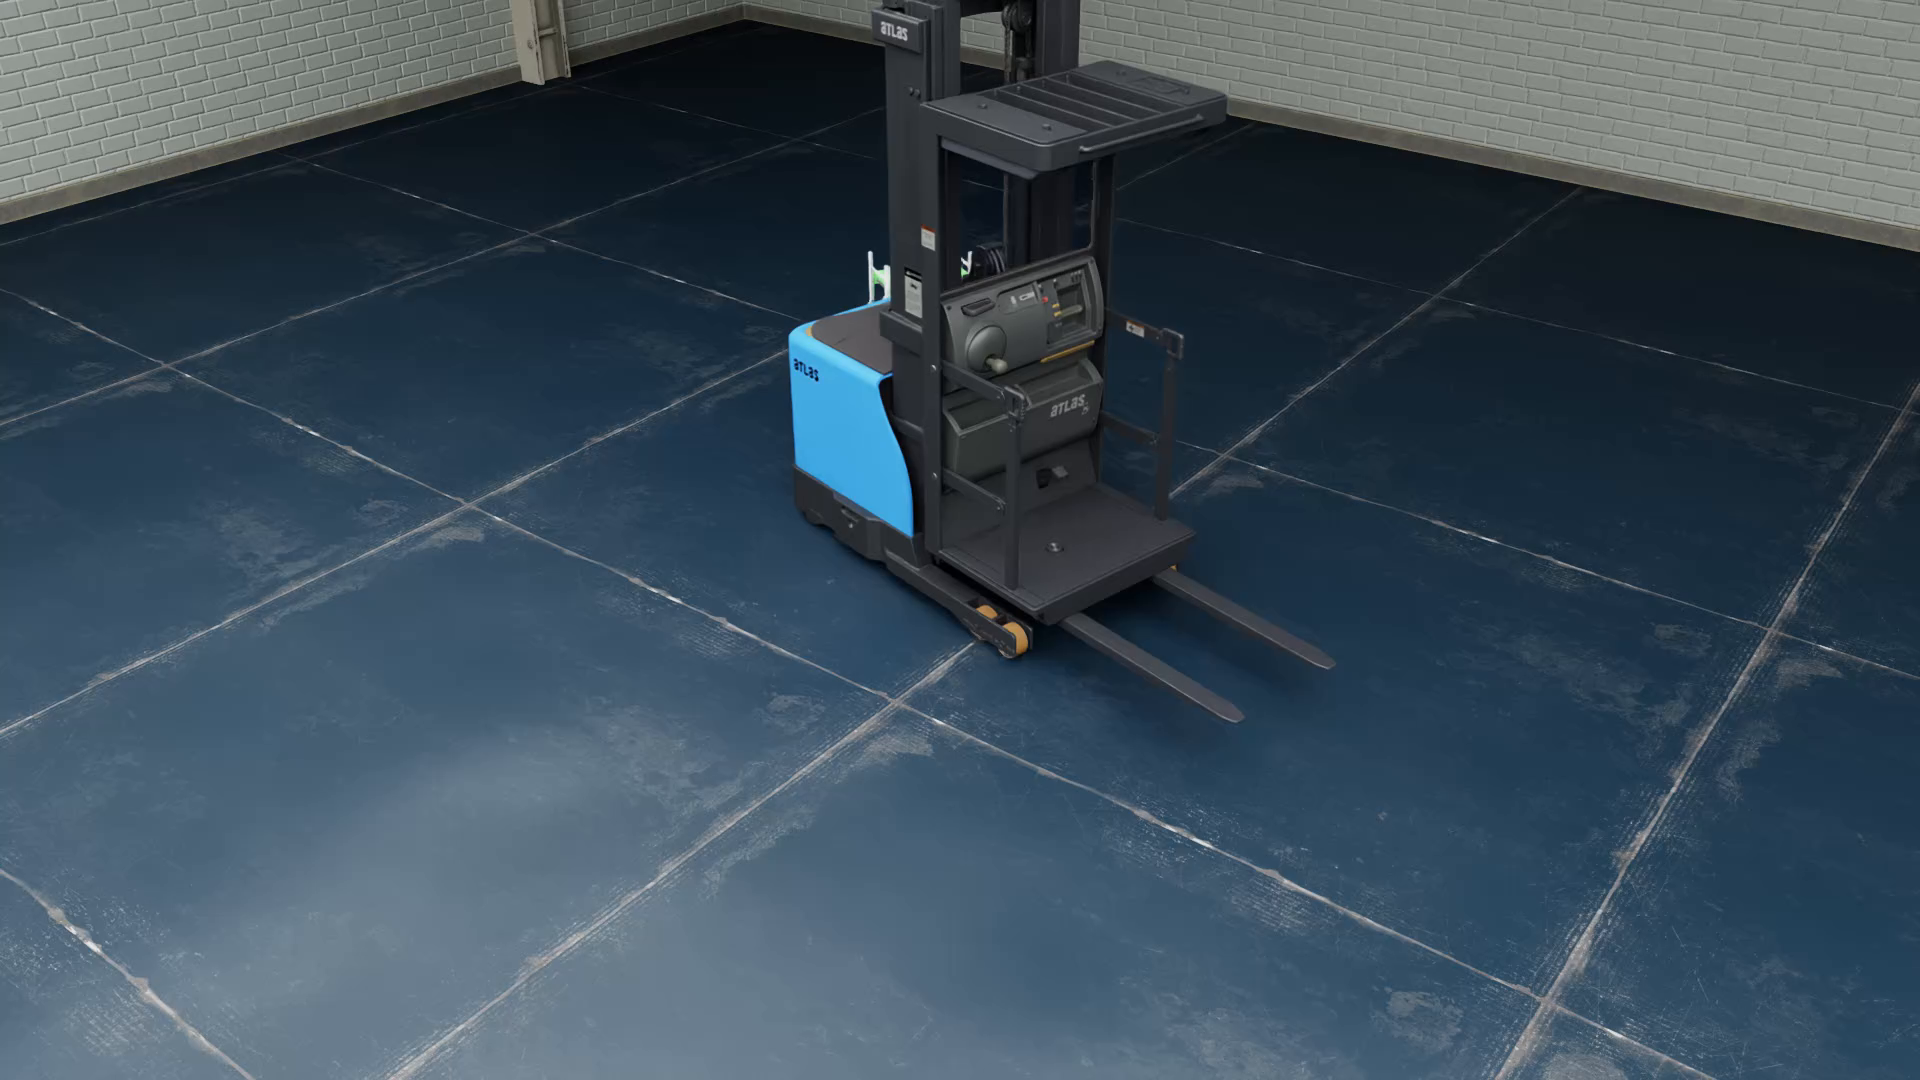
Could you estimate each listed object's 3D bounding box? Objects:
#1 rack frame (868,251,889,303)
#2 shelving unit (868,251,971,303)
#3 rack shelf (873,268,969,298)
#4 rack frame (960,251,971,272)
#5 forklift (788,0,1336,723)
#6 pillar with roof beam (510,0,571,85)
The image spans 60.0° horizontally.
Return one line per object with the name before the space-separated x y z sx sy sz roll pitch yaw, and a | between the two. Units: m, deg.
rack frame | -0.440 -0.999 9.258 0.015 1.200 0.240 -14 33 -22
shelving unit | -0.220 -1.052 9.348 0.503 1.200 0.258 -14 33 -22
rack shelf | -0.220 -1.411 9.136 0.480 0.148 0.258 -14 33 -22
rack frame | 0.001 -1.105 9.437 0.015 1.200 0.240 -14 33 -22
forklift | 0.442 -0.997 7.558 1.130 2.935 3.031 -23 38 -34
pillar with roof beam | -0.668 -7.121 11.940 9.100 9.000 0.400 21 37 31
